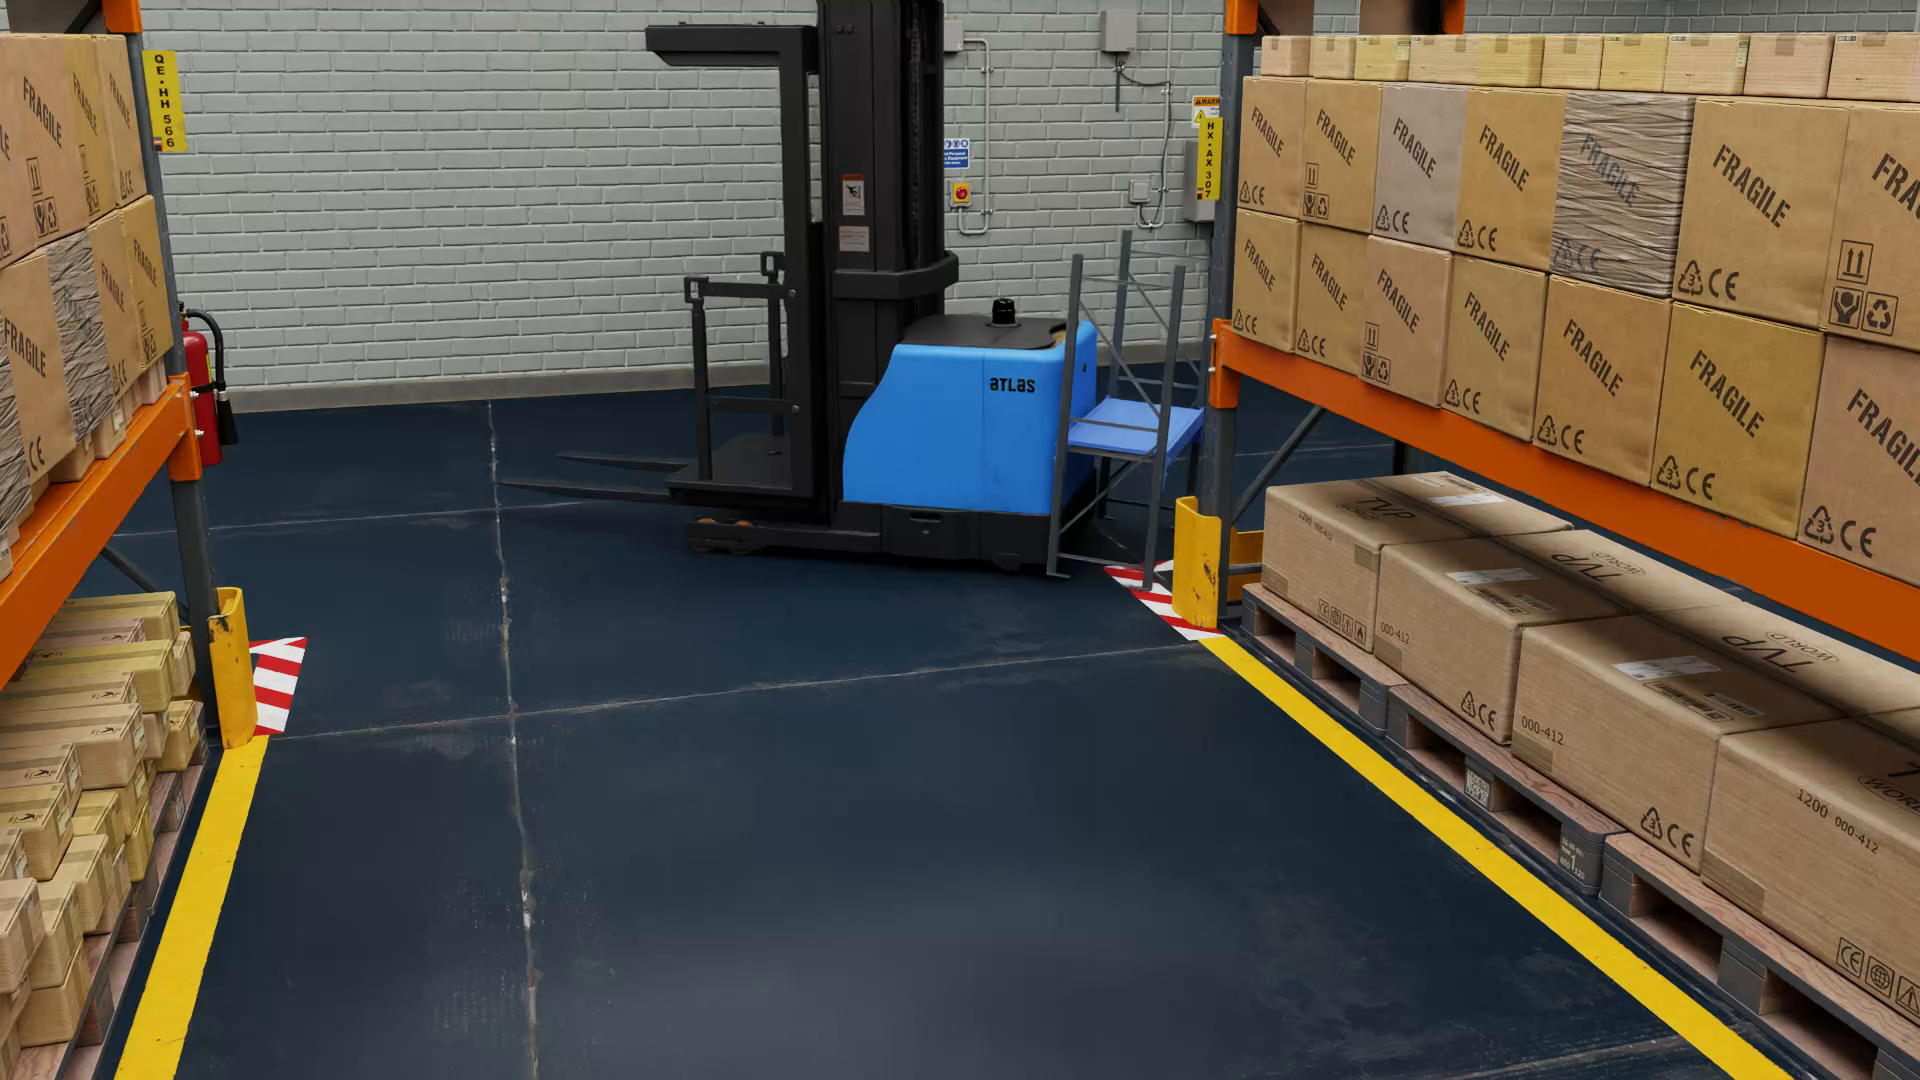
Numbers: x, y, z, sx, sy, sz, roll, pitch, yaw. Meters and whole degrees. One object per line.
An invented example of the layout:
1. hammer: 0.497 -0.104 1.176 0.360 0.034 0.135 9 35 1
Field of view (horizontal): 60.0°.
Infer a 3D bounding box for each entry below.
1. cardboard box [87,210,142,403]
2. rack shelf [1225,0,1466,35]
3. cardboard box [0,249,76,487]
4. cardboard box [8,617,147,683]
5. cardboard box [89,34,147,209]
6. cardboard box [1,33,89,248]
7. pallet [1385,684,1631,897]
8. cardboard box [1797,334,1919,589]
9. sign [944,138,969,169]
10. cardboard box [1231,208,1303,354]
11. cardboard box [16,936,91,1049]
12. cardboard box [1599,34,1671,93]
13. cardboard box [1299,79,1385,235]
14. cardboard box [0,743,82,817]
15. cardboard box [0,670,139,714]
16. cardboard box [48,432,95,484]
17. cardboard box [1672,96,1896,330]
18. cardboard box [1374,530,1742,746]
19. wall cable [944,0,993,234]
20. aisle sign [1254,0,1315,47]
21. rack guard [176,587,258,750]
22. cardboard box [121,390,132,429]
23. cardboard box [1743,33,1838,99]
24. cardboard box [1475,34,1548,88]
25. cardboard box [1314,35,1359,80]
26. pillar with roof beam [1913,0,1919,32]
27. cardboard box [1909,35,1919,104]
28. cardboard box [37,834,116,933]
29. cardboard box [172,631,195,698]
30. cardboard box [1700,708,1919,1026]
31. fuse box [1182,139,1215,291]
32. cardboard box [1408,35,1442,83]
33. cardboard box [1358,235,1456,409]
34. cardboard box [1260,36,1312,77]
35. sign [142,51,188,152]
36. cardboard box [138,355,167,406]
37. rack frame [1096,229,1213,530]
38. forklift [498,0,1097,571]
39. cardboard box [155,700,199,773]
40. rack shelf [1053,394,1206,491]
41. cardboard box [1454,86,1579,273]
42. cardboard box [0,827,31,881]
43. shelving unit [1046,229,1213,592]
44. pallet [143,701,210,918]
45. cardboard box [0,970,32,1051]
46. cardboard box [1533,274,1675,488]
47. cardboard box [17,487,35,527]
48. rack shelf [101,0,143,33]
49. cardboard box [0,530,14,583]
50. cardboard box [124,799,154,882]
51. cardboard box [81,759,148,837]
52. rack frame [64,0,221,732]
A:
1. cardboard box: -2.677 -0.659 4.740 0.500 0.500 0.500 -5 17 -16
2. rack shelf: 2.096 -1.673 4.845 1.077 0.370 4.000 -5 17 -15
3. cardboard box: -2.402 -0.381 3.814 0.500 0.500 0.500 -4 17 -12
4. cardboard box: -2.782 0.365 5.216 0.380 0.149 0.250 -4 17 -14
5. cardboard box: -2.820 -1.278 5.062 0.500 0.500 0.500 -5 17 -16
6. cardboard box: -2.529 -0.994 4.119 0.500 0.500 0.500 -4 17 -12
7. pallet: 2.173 0.753 5.579 1.003 0.211 1.213 -5 17 -15
8. cardboard box: 2.273 -0.184 3.677 0.500 0.500 0.500 -5 17 -15
9. sign: -0.089 -2.835 12.206 0.327 0.218 0.001 -5 17 -15
10. cardboard box: 1.403 -1.027 6.483 0.500 0.500 0.500 -5 17 -16
11. cardboard box: -2.272 1.074 3.889 0.380 0.149 0.250 -5 17 -17
12. cardboard box: 1.965 -1.284 4.474 0.380 0.149 0.250 -5 17 -16
13. cardboard box: 1.553 -1.364 5.866 0.500 0.500 0.500 -5 17 -17
14. cardboard box: -2.485 0.654 4.251 0.380 0.149 0.250 -5 18 -17
15. cardboard box: -2.578 0.503 4.756 0.380 0.149 0.250 -5 18 -17
16. cardboard box: -2.571 -0.243 4.484 0.380 0.149 0.250 -6 18 -18
17. cardboard box: 2.119 -0.805 4.005 0.500 0.500 0.500 -5 17 -16
18. cardboard box: 2.084 0.319 5.901 0.875 0.438 0.875 -4 17 -14
19. wall cable: -0.025 -3.194 12.051 0.585 1.953 0.123 -5 17 -15
20. aisle sign: 1.248 -2.377 6.631 0.394 0.787 0.004 -5 17 -15
21. rack guard: -3.164 0.503 5.909 1.175 0.500 0.348 -5 17 -15
22. cardboard box: -2.708 -0.387 4.964 0.380 0.149 0.250 -5 17 -16
23. cardboard box: 2.141 -1.145 4.012 0.380 0.149 0.250 -5 17 -16
24. cardboard box: 1.764 -1.420 4.925 0.380 0.149 0.250 -5 17 -17
25. cardboard box: 1.480 -1.704 5.872 0.380 0.149 0.250 -4 17 -14
26. pillar with roof beam: 2.305 -4.878 9.049 9.100 9.000 0.400 -5 17 -15
27. cardboard box: 2.287 -1.007 3.551 0.380 0.149 0.250 -4 17 -14
28. cardboard box: -2.311 0.862 4.076 0.380 0.149 0.250 -5 17 -15
29. cardboard box: -2.765 0.430 5.515 0.380 0.149 0.250 -5 17 -17
30. cardboard box: 2.577 0.816 4.246 0.875 0.438 0.875 -5 17 -16
31. fuse box: 2.035 -2.201 12.805 0.539 1.711 0.414 -5 17 -15
32. cardboard box: 1.692 -1.564 5.406 0.380 0.149 0.250 -5 17 -15
33. cardboard box: 1.691 -0.747 5.551 0.500 0.500 0.500 -5 17 -16
34. cardboard box: 1.378 -1.852 6.364 0.380 0.149 0.250 -4 17 -14
35. sign: -2.646 -1.459 5.535 0.100 0.325 0.005 -5 17 -15
36. cardboard box: -2.824 -0.527 5.429 0.380 0.149 0.250 -5 17 -15
37. rack frame: 1.003 -0.793 8.429 0.500 1.500 0.032 9 19 16
38. forklift: -0.867 -1.470 8.253 3.031 2.935 1.130 4 17 14
39. cardboard box: -2.672 0.641 5.329 0.380 0.149 0.250 -4 17 -14
40. rack shelf: 0.836 -0.483 8.021 0.538 0.185 1.000 9 19 16
41. cardboard box: 1.840 -1.084 4.935 0.500 0.500 0.500 -5 17 -15
42. cardboard box: -2.356 0.796 3.780 0.380 0.149 0.250 -5 18 -18
43. shelving unit: 0.847 -0.654 7.966 0.538 1.500 1.048 9 19 16
44. pallet: -2.975 0.869 5.193 1.003 0.211 1.213 -5 17 -15
45. cardboard box: -2.259 1.007 3.594 0.380 0.149 0.250 -4 17 -13
46. cardboard box: 1.974 -0.464 4.608 0.500 0.500 0.500 -5 17 -16
47. cardboard box: -2.466 -0.092 3.980 0.380 0.149 0.250 -4 17 -14
48. rack shelf: -2.635 -1.254 3.449 1.077 0.370 4.000 -5 17 -15
49. cardboard box: -2.258 0.047 3.519 0.380 0.149 0.250 -4 17 -13
50. cardboard box: -2.471 0.854 4.621 0.380 0.149 0.250 -6 18 -18
51. cardboard box: -2.466 0.716 4.564 0.380 0.149 0.250 -4 17 -14
52. rack frame: -3.185 -0.715 5.619 1.000 3.000 0.127 -5 17 -15
